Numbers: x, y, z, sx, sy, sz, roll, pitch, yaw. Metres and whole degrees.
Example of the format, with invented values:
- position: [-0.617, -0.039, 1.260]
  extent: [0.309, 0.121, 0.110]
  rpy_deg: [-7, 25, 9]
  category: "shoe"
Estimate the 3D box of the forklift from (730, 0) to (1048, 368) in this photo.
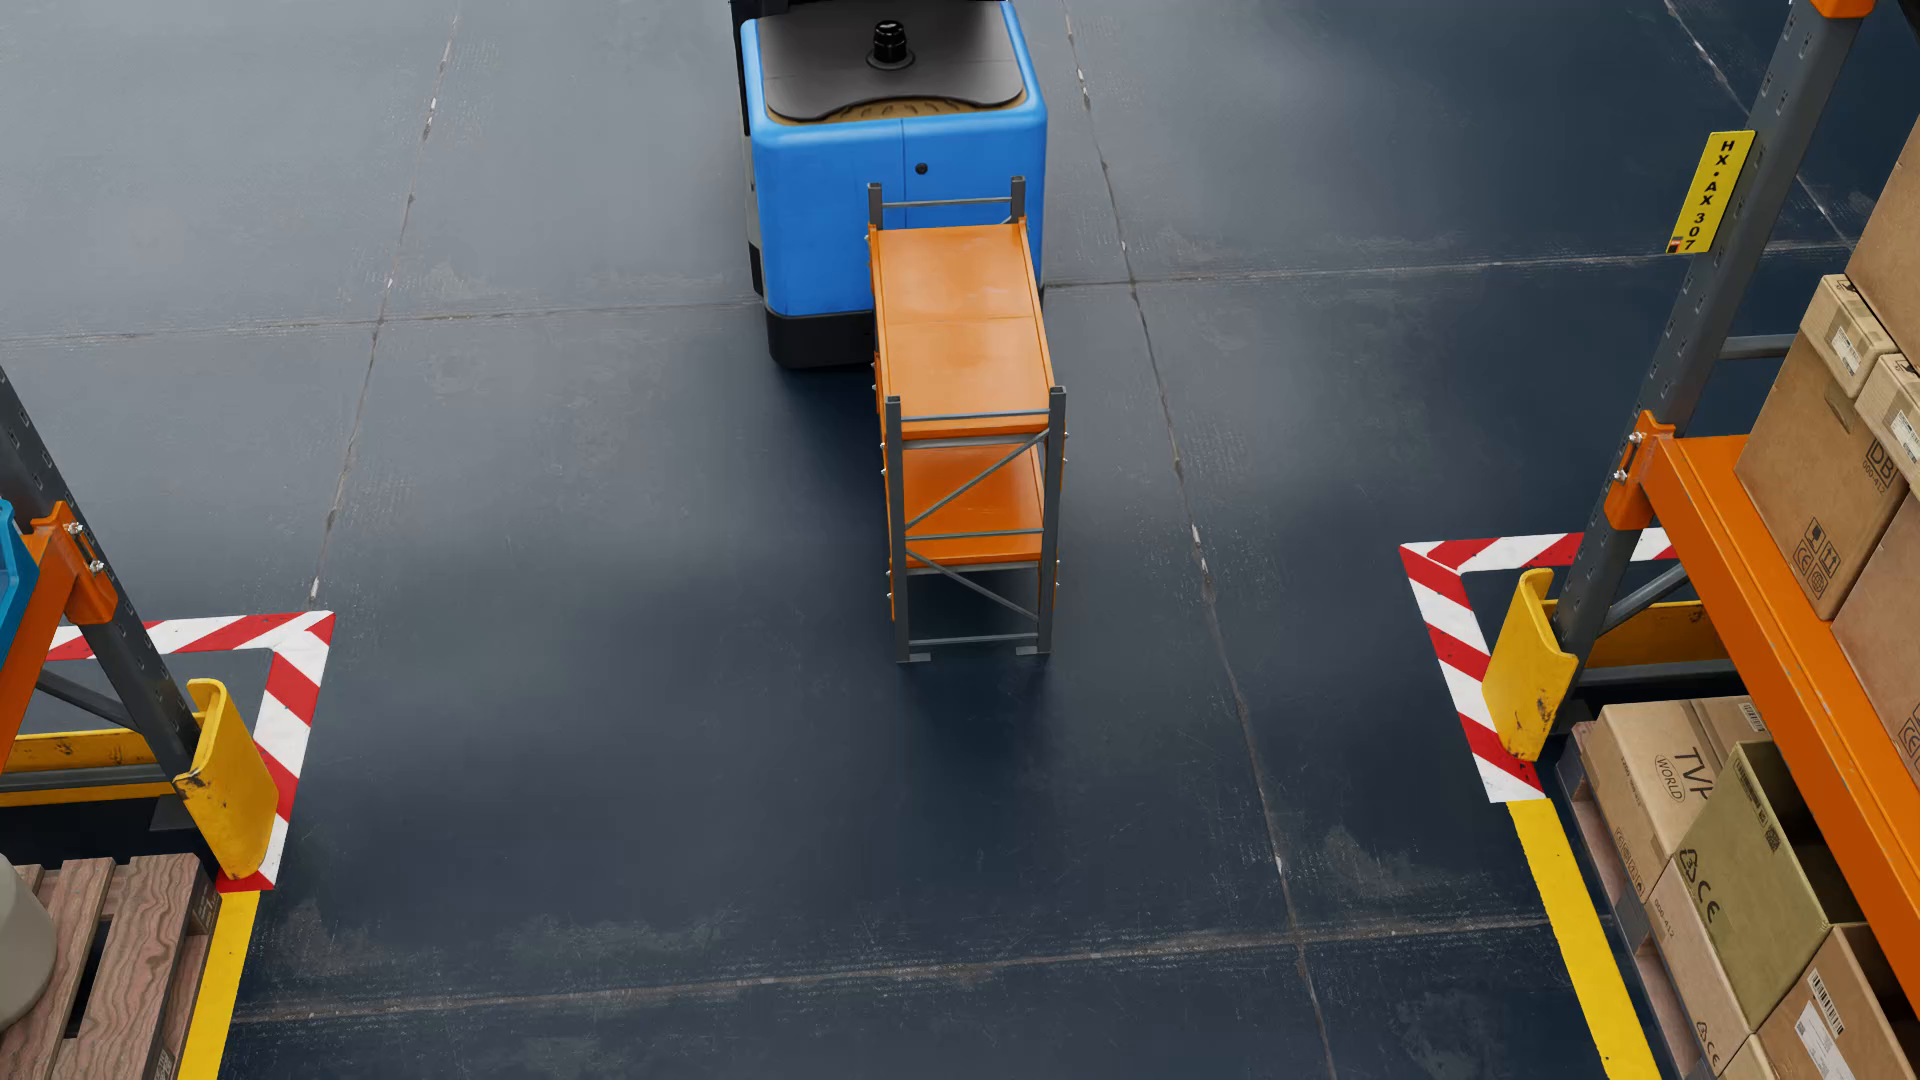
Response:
- position: [-0.400, -2.736, 6.323]
  extent: [1.130, 2.935, 3.031]
  rpy_deg: [-6, 47, -6]
  category: "forklift"

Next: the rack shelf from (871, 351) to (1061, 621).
- position: [0.001, -0.214, 5.514]
  extent: [0.538, 0.278, 1.000]
  rpy_deg: [-3, 47, -3]
  category: "rack shelf"

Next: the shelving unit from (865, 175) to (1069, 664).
- position: [0.001, -0.382, 5.337]
  extent: [0.538, 1.125, 1.048]
  rpy_deg: [-3, 47, -3]
  category: "shelving unit"

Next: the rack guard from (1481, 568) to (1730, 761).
- position: [2.254, 0.352, 5.073]
  extent: [1.175, 0.500, 0.348]
  rpy_deg: [-3, 47, -3]
  category: "rack guard"

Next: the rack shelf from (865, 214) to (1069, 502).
- position: [0.001, -0.583, 5.124]
  extent: [0.538, 0.278, 1.000]
  rpy_deg: [-3, 47, -3]
  category: "rack shelf"

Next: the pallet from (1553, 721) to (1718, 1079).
- position: [2.362, 1.019, 4.639]
  extent: [1.003, 0.211, 1.213]
  rpy_deg: [-3, 47, -3]
  category: "pallet"

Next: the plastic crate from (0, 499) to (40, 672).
- position: [-2.340, 0.203, 3.594]
  extent: [0.499, 0.251, 0.616]
  rpy_deg: [-3, 47, -3]
  category: "plastic crate"

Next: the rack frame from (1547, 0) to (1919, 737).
- position: [2.256, -0.490, 4.149]
  extent: [1.000, 3.000, 0.127]
  rpy_deg: [-3, 47, -3]
  category: "rack frame"

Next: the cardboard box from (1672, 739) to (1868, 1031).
- position: [2.123, 0.816, 3.999]
  extent: [0.500, 0.500, 0.500]
  rpy_deg: [-3, 47, -3]
  category: "cardboard box"

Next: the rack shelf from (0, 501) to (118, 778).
- position: [-2.513, 1.502, 2.757]
  extent: [1.077, 0.370, 4.000]
  rpy_deg: [-3, 47, -3]
  category: "rack shelf"

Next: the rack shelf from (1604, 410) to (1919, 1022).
- position: [2.423, 1.204, 3.039]
  extent: [1.077, 0.370, 4.000]
  rpy_deg: [-3, 47, -3]
  category: "rack shelf"

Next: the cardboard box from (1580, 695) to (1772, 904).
- position: [2.079, 0.712, 4.614]
  extent: [0.500, 0.250, 0.500]
  rpy_deg: [-3, 47, -3]
  category: "cardboard box"

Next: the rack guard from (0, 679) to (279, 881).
- position: [-2.627, 0.720, 4.724]
  extent: [1.175, 0.500, 0.348]
  rpy_deg: [-3, 47, -3]
  category: "rack guard"

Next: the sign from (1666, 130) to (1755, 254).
- position: [1.702, -0.786, 3.778]
  extent: [0.100, 0.325, 0.005]
  rpy_deg: [-3, 47, -3]
  category: "sign"

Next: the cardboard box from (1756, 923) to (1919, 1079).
- position: [2.178, 1.177, 3.658]
  extent: [0.500, 0.500, 0.500]
  rpy_deg: [-3, 47, -3]
  category: "cardboard box"

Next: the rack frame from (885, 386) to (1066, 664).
- position: [0.043, -0.014, 4.989]
  extent: [0.500, 1.125, 0.032]
  rpy_deg: [-3, 47, -3]
  category: "rack frame"

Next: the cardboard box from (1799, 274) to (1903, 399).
- position: [2.074, -0.451, 3.595]
  extent: [0.380, 0.149, 0.250]
  rpy_deg: [-4, 47, -4]
  category: "cardboard box"

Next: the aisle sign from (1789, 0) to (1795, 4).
- position: [1.945, -1.413, 3.232]
  extent: [0.394, 0.787, 0.004]
  rpy_deg: [-3, 47, -3]
  category: "aisle sign"

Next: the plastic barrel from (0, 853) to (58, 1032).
- position: [-2.549, 0.990, 4.170]
  extent: [0.421, 0.512, 0.421]
  rpy_deg: [0, 47, 0]
  category: "plastic barrel"

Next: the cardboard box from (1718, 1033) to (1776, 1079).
- position: [2.166, 1.435, 3.929]
  extent: [0.500, 0.250, 0.500]
  rpy_deg: [-3, 47, -3]
  category: "cardboard box"

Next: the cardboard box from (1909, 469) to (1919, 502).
- position: [2.118, -0.080, 3.244]
  extent: [0.380, 0.149, 0.250]
  rpy_deg: [-3, 47, -3]
  category: "cardboard box"

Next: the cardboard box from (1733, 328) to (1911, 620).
- position: [2.282, -0.186, 3.792]
  extent: [0.700, 0.500, 0.500]
  rpy_deg: [-3, 47, -3]
  category: "cardboard box"

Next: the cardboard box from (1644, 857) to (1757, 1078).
- position: [2.125, 1.074, 4.272]
  extent: [0.500, 0.250, 0.500]
  rpy_deg: [-3, 47, -3]
  category: "cardboard box"

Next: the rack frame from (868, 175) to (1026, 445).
- position: [-0.042, -0.750, 5.685]
  extent: [0.500, 1.125, 0.032]
  rpy_deg: [-3, 47, -3]
  category: "rack frame"

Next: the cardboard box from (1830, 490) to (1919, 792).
- position: [2.331, 0.193, 3.432]
  extent: [0.700, 0.500, 0.500]
  rpy_deg: [-2, 47, -2]
  category: "cardboard box"

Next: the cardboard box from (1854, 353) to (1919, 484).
- position: [2.099, -0.260, 3.415]
  extent: [0.380, 0.149, 0.250]
  rpy_deg: [-5, 47, -4]
  category: "cardboard box"

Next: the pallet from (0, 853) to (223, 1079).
- position: [-2.565, 1.407, 4.272]
  extent: [1.003, 0.211, 1.213]
  rpy_deg: [-3, 47, -3]
  category: "pallet"

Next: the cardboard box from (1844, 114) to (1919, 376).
- position: [2.287, -0.594, 3.284]
  extent: [0.700, 0.500, 0.500]
  rpy_deg: [-3, 47, -3]
  category: "cardboard box"

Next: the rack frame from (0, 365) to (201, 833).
- position: [-2.680, -0.192, 3.866]
  extent: [1.000, 3.000, 0.127]
  rpy_deg: [-3, 47, -3]
  category: "rack frame"
